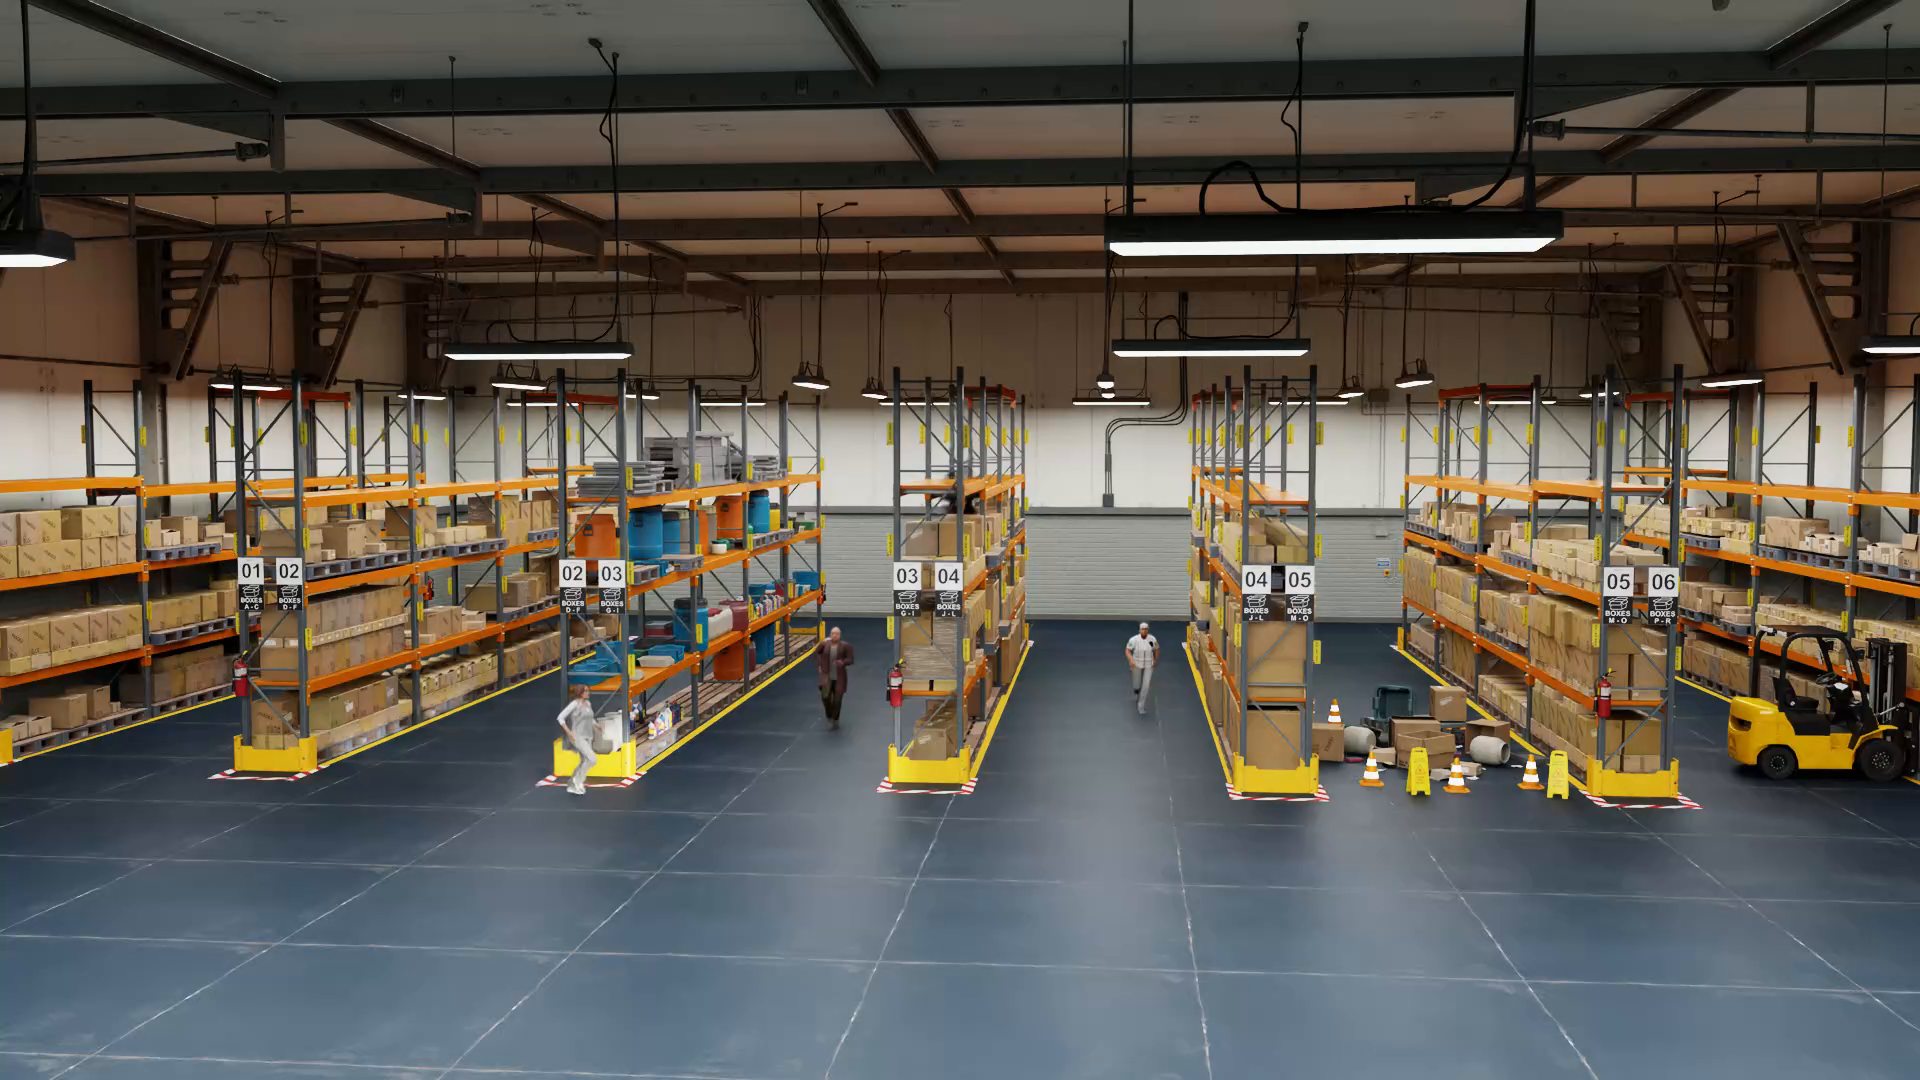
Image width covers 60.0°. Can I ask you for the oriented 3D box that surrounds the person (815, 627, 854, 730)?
[{"bbox_3d":[-2.148,2.364,28.355,0.691,1.763,0.781,0,4,1],"label":"person"}]

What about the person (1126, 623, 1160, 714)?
[{"bbox_3d":[3.340,2.318,30.363,0.626,1.639,0.637,0,4,-1],"label":"person"}]

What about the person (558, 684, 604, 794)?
[{"bbox_3d":[-5.253,2.781,23.146,0.595,1.563,0.550,1,4,20],"label":"person"}]
